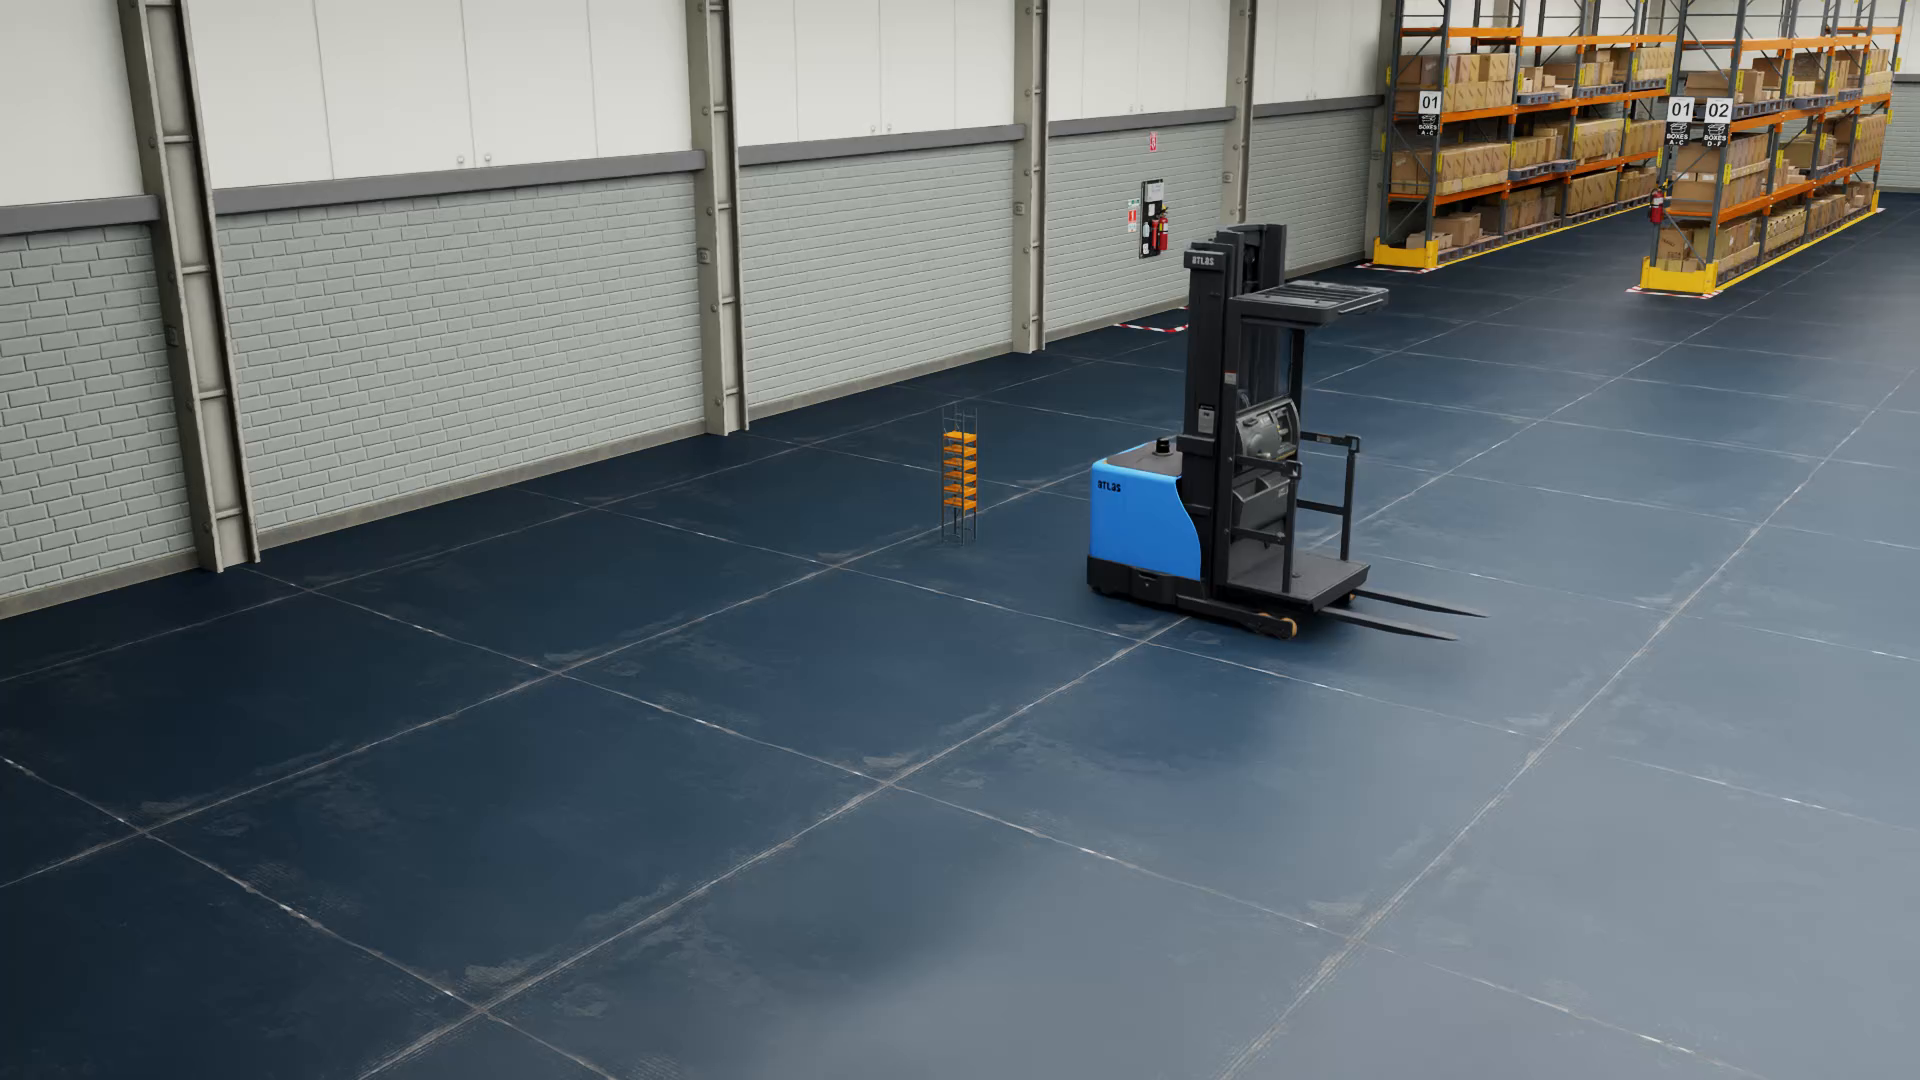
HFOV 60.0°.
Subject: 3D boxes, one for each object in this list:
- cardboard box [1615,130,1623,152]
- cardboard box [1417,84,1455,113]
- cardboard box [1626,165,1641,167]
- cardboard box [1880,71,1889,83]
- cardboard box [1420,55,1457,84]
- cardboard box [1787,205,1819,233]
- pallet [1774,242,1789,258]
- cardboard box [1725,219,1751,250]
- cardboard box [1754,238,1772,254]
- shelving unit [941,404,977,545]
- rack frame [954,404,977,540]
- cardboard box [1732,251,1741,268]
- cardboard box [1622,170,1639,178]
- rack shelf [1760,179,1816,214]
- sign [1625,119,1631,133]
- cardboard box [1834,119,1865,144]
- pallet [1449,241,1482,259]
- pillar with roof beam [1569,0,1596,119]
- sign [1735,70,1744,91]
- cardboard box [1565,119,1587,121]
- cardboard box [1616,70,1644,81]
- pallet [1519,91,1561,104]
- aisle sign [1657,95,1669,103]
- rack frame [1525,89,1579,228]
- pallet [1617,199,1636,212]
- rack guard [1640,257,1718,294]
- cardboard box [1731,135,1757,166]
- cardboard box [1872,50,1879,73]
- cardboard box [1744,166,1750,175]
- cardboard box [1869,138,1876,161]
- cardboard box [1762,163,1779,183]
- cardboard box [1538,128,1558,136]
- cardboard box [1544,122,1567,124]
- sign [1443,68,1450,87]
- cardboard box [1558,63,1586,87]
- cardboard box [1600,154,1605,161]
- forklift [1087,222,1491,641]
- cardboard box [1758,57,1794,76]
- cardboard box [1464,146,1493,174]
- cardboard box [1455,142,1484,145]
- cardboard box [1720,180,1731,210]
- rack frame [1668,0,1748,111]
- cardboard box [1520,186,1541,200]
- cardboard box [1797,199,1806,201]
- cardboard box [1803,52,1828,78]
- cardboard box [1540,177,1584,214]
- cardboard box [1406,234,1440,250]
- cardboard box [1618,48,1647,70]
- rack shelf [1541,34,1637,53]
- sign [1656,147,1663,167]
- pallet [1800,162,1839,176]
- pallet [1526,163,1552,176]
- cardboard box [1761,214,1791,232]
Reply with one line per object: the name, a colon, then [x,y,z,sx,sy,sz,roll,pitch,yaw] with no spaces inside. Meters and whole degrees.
cardboard box: [15.460,-9.532,39.678,0.500,0.500,0.500,12,21,34]
cardboard box: [8.783,-8.154,30.685,0.500,0.500,0.500,13,22,36]
cardboard box: [17.493,-9.637,43.133,0.380,0.149,0.250,13,21,35]
cardboard box: [21.498,-10.879,39.069,0.500,0.250,0.500,12,21,35]
cardboard box: [8.807,-8.645,30.580,0.500,0.500,0.500,11,20,31]
cardboard box: [17.631,-6.734,34.845,0.500,0.500,0.500,14,22,37]
pallet: [15.881,-5.850,33.226,1.003,0.211,1.213,12,21,35]
cardboard box: [14.044,-5.567,30.277,0.500,0.500,0.500,12,21,35]
cardboard box: [15.186,-5.647,31.799,0.500,0.250,0.500,12,21,33]
shelving unit: [-0.009,-0.570,14.555,0.258,1.200,0.189,12,21,35]
rack frame: [0.046,-0.591,14.625,0.240,1.200,0.006,12,21,35]
cardboard box: [13.756,-5.088,29.997,0.500,0.250,0.500,12,21,35]
cardboard box: [16.722,-9.138,41.524,0.380,0.149,0.250,12,21,33]
rack shelf: [15.938,-6.840,32.926,1.077,0.370,4.000,12,21,35]
sign: [15.974,-9.909,39.776,0.100,0.325,0.005,12,21,35]
cardboard box: [20.020,-9.201,37.459,0.500,0.500,0.500,13,22,36]
pallet: [9.668,-5.792,33.040,1.003,0.211,1.213,12,21,35]
pillar with roof beam: [18.712,-11.911,37.927,9.100,9.000,0.400,12,21,35]
sign: [12.805,-7.543,27.311,0.100,0.325,0.005,12,21,35]
cardboard box: [14.448,-9.735,39.067,0.500,0.250,0.500,12,21,33]
cardboard box: [16.156,-11.215,40.117,0.500,0.250,0.500,12,21,35]
pallet: [11.835,-9.301,34.894,1.213,0.211,1.003,12,21,35]
aisle sign: [18.200,-11.646,42.804,0.394,0.787,0.004,12,21,35]
rack frame: [13.149,-8.535,37.169,1.000,3.000,0.127,12,21,35]
pallet: [16.049,-8.323,41.189,1.003,0.211,1.213,12,21,35]
rack guard: [12.349,-4.555,28.570,1.175,0.500,0.348,12,21,35]
cardboard box: [13.888,-7.028,29.962,0.700,0.500,0.500,12,21,35]
cardboard box: [20.477,-10.907,37.898,0.700,0.500,0.500,12,21,35]
cardboard box: [13.843,-6.596,29.665,0.380,0.149,0.250,13,22,36]
cardboard box: [21.240,-9.217,39.196,0.500,0.500,0.500,13,21,35]
cardboard box: [15.531,-7.061,32.254,0.500,0.500,0.500,14,22,39]
cardboard box: [12.968,-9.015,36.711,0.380,0.149,0.250,9,20,28]
cardboard box: [13.523,-9.369,37.887,0.500,0.250,0.500,12,21,33]
sign: [8.819,-8.383,30.150,0.100,0.325,0.005,12,21,35]
cardboard box: [13.666,-10.486,37.485,0.700,0.500,0.500,11,20,32]
cardboard box: [14.928,-9.009,39.085,0.380,0.149,0.250,12,21,35]
forklift: [2.499,-0.832,12.482,3.031,2.935,1.130,13,21,35]
cardboard box: [15.466,-8.907,31.590,0.500,0.500,0.500,15,23,40]
cardboard box: [10.131,-7.473,32.704,0.500,0.500,0.500,12,21,33]
cardboard box: [10.318,-7.803,33.768,0.500,0.500,0.500,12,21,33]
cardboard box: [12.961,-6.037,28.959,0.700,0.500,0.500,13,22,36]
rack frame: [12.363,-8.620,27.328,1.000,3.000,0.127,12,21,35]
cardboard box: [12.372,-7.604,36.380,0.500,0.250,0.500,13,21,36]
cardboard box: [18.115,-7.190,36.312,0.500,0.500,0.500,11,21,33]
cardboard box: [17.699,-9.842,34.467,0.500,0.500,0.500,12,21,35]
cardboard box: [13.693,-7.861,37.915,0.750,0.750,0.750,12,21,34]
cardboard box: [8.867,-5.704,31.846,0.500,0.311,0.500,10,20,29]
cardboard box: [16.183,-11.575,40.013,0.500,0.500,0.500,12,21,34]
rack shelf: [14.341,-11.341,37.979,1.077,0.370,4.000,12,21,35]
sign: [11.936,-6.520,28.330,0.100,0.325,0.005,12,21,35]
pallet: [18.285,-8.033,35.876,1.003,0.211,1.213,12,21,35]
pallet: [12.003,-7.964,35.656,1.003,0.211,1.213,12,21,35]
cardboard box: [16.108,-6.283,32.903,0.500,0.311,0.500,13,22,36]
